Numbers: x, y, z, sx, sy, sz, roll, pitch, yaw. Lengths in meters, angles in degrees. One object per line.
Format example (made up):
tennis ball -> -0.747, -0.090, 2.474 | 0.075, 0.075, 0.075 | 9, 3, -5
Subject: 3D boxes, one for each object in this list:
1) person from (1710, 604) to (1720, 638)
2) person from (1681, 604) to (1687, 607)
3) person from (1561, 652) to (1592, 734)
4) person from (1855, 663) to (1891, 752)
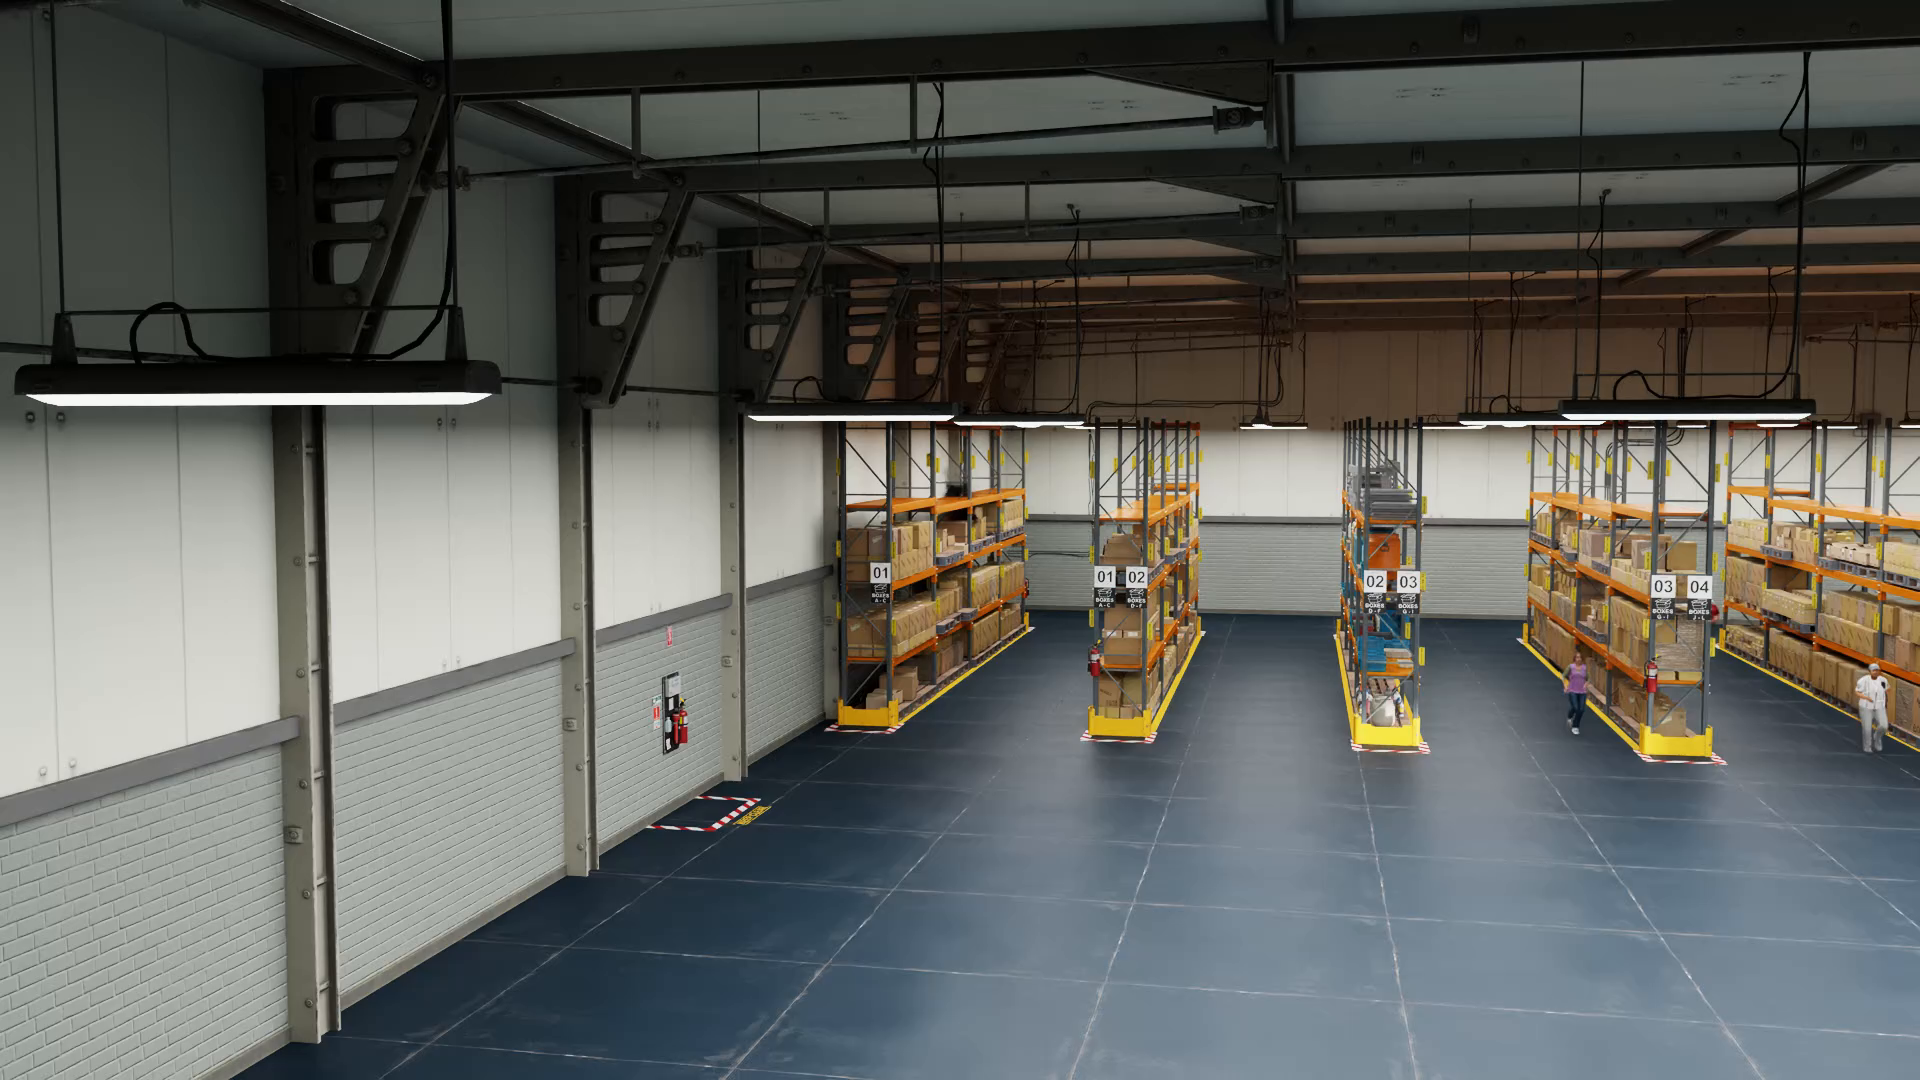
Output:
person -> 18.398, 2.220, 41.121 | 0.665, 1.738, 1.105 | 1, 4, 10
person -> 18.645, 2.114, 42.713 | 0.560, 1.737, 0.701 | 1, 4, 11
person -> 11.706, 2.903, 31.542 | 0.536, 1.560, 0.535 | 0, 4, 7
person -> 16.274, 2.995, 29.611 | 0.608, 1.614, 0.669 | 1, 4, 16
